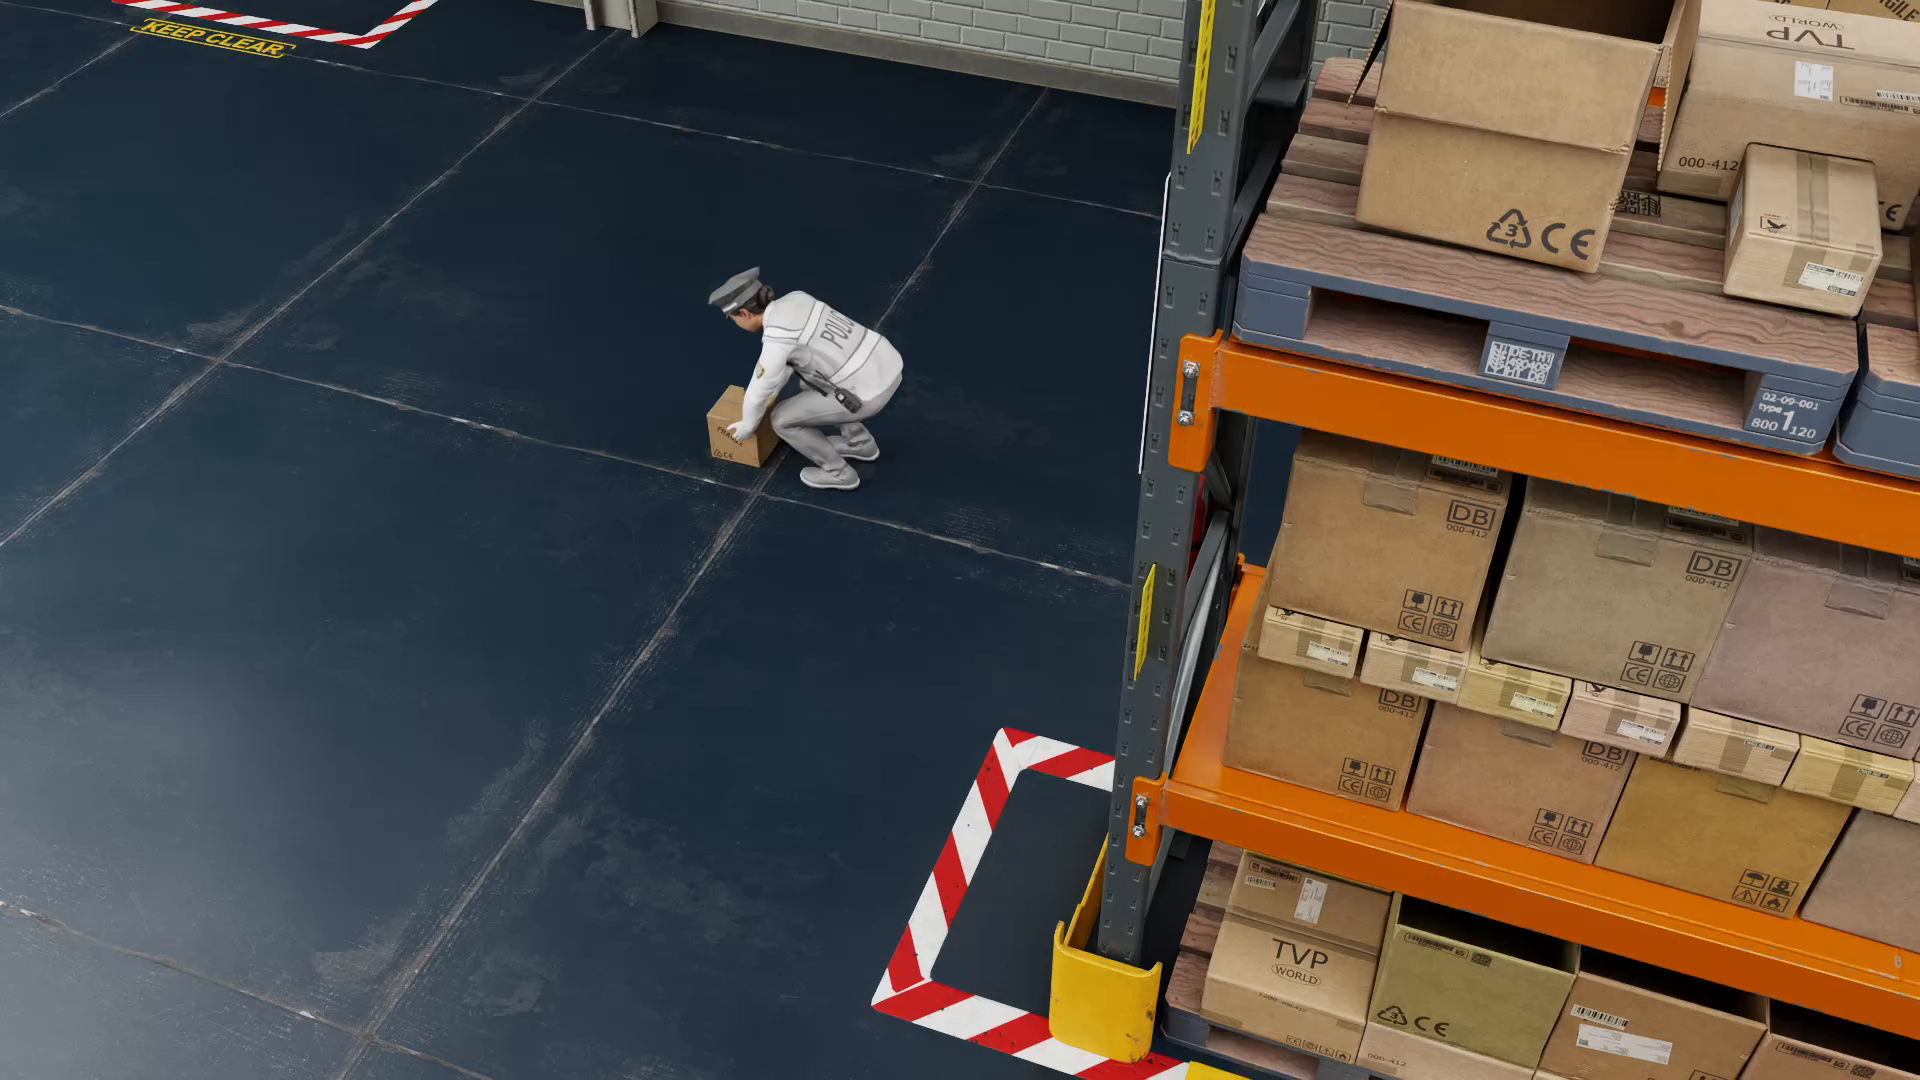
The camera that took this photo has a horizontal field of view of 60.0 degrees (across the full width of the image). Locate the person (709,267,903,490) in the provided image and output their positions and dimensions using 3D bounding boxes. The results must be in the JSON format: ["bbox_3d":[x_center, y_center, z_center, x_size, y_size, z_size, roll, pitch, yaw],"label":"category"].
[{"bbox_3d":[-0.684,-0.723,7.451,0.837,1.028,0.501,14,44,15],"label":"person"}]
